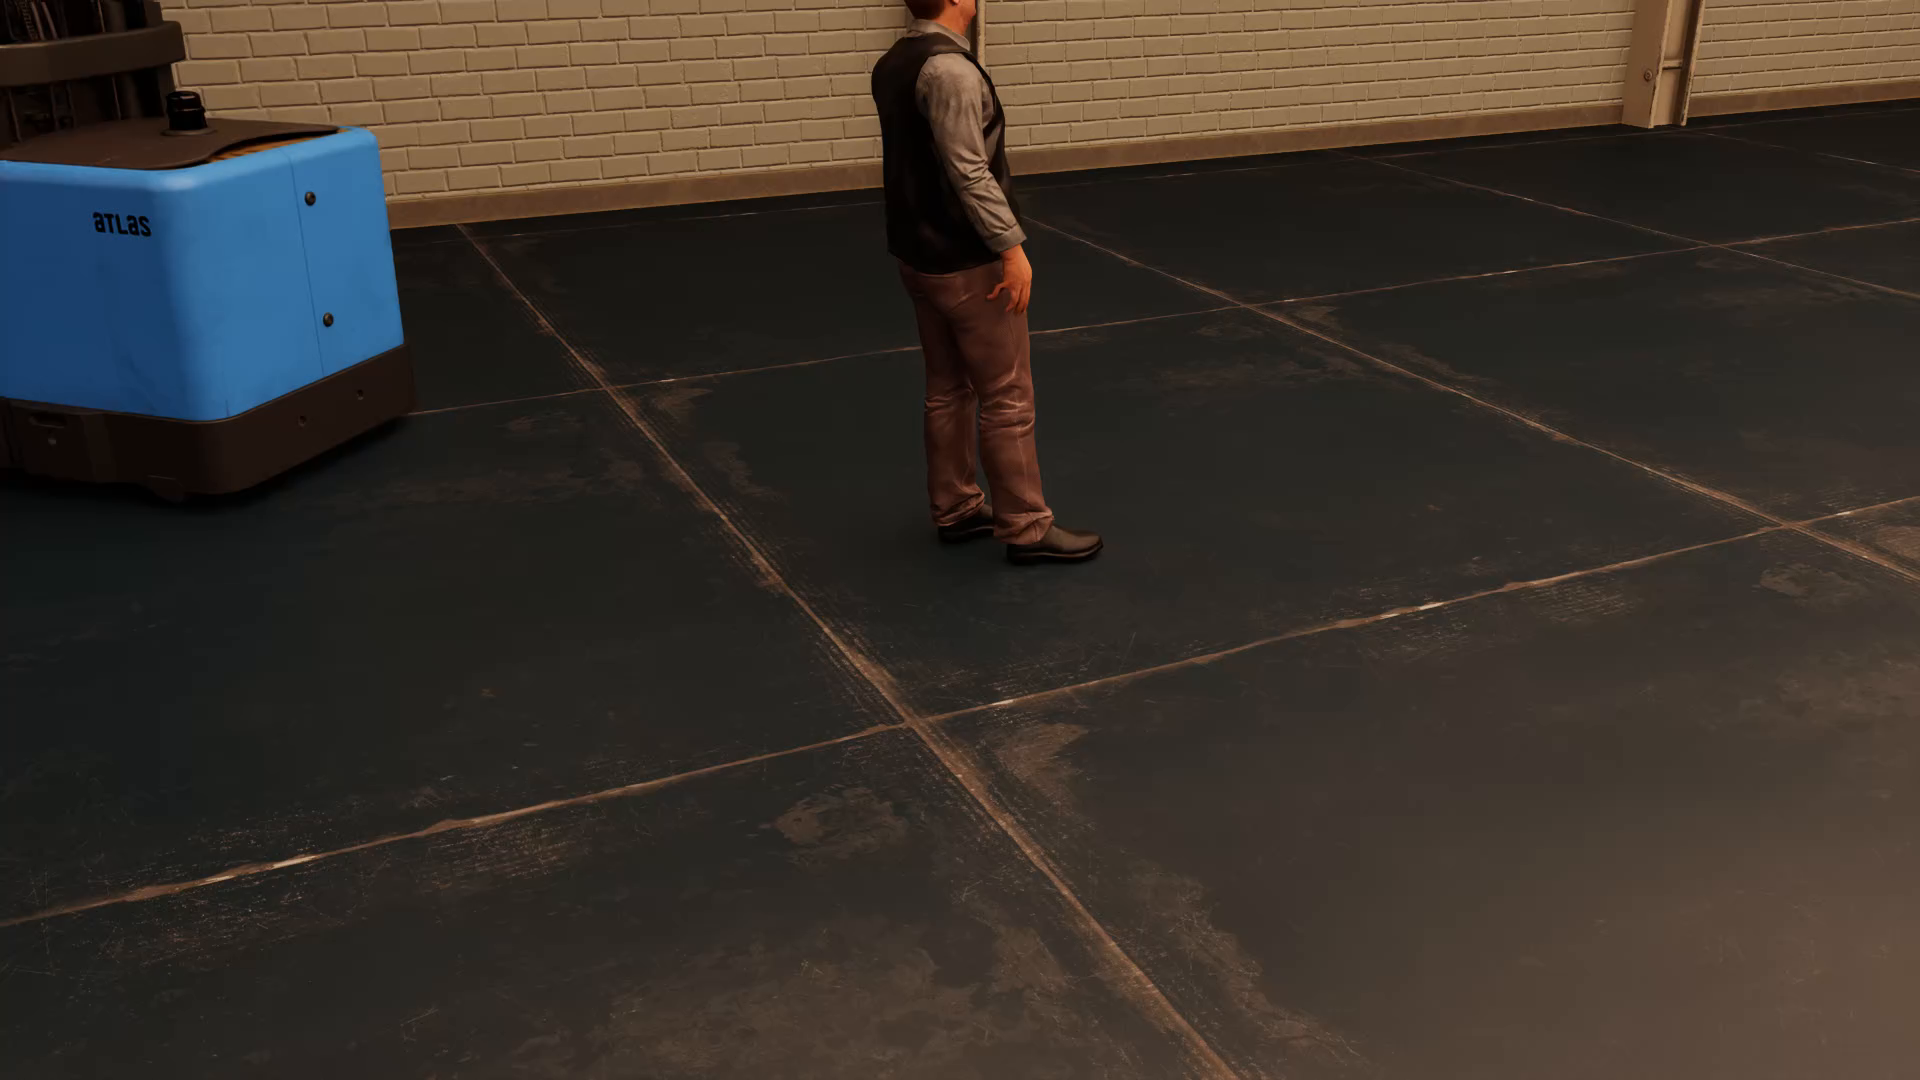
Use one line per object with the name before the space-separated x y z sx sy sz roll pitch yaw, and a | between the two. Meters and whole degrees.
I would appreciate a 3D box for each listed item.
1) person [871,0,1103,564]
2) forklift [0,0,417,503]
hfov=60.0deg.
person | 0.067 -0.810 4.794 0.552 1.720 0.632 -10 25 -23
forklift | -3.568 -1.796 5.609 3.031 2.935 1.130 7 24 17
